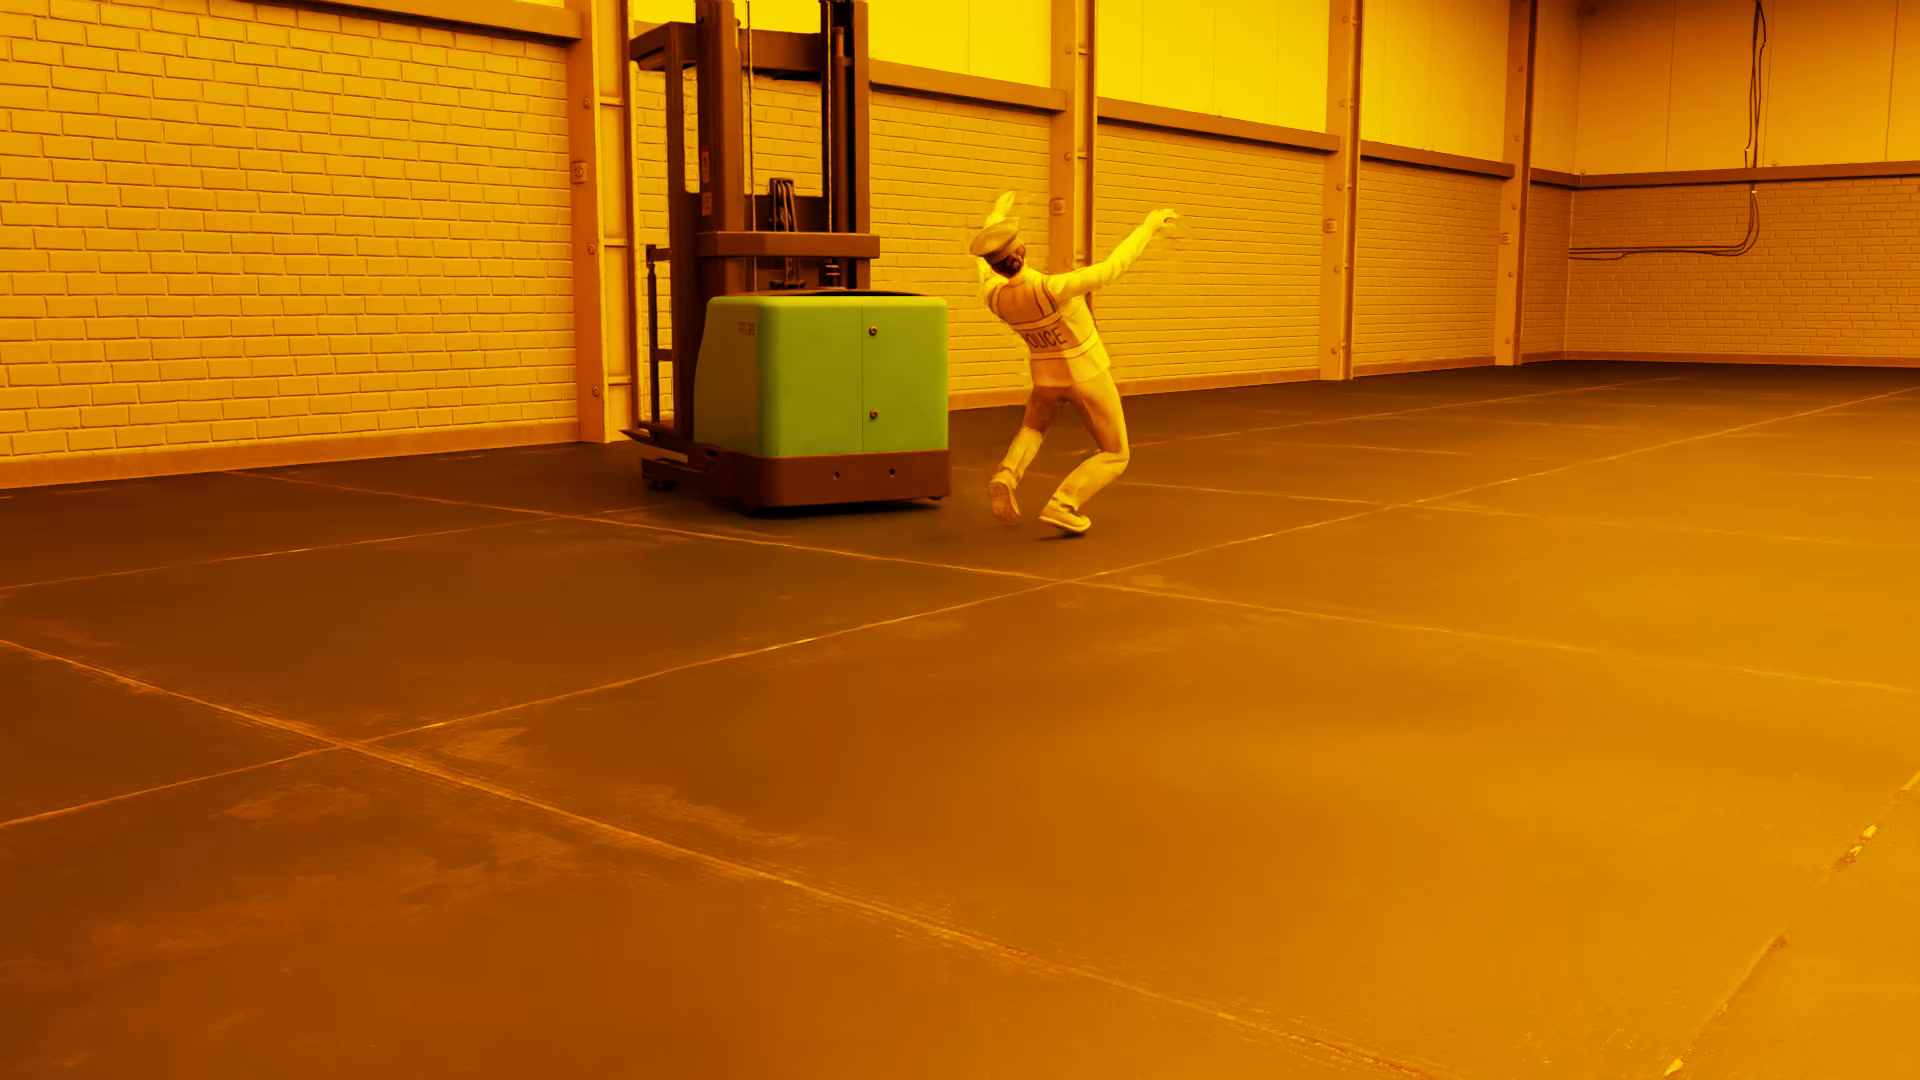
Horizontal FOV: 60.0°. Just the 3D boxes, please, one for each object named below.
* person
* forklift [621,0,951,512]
[{"bbox_3d":[0.415,-0.806,7.480,0.907,1.553,0.724,7,11,39],"label":"person"},{"bbox_3d":[-1.175,-1.763,9.326,1.130,2.935,3.031,-4,9,-27],"label":"forklift"}]
